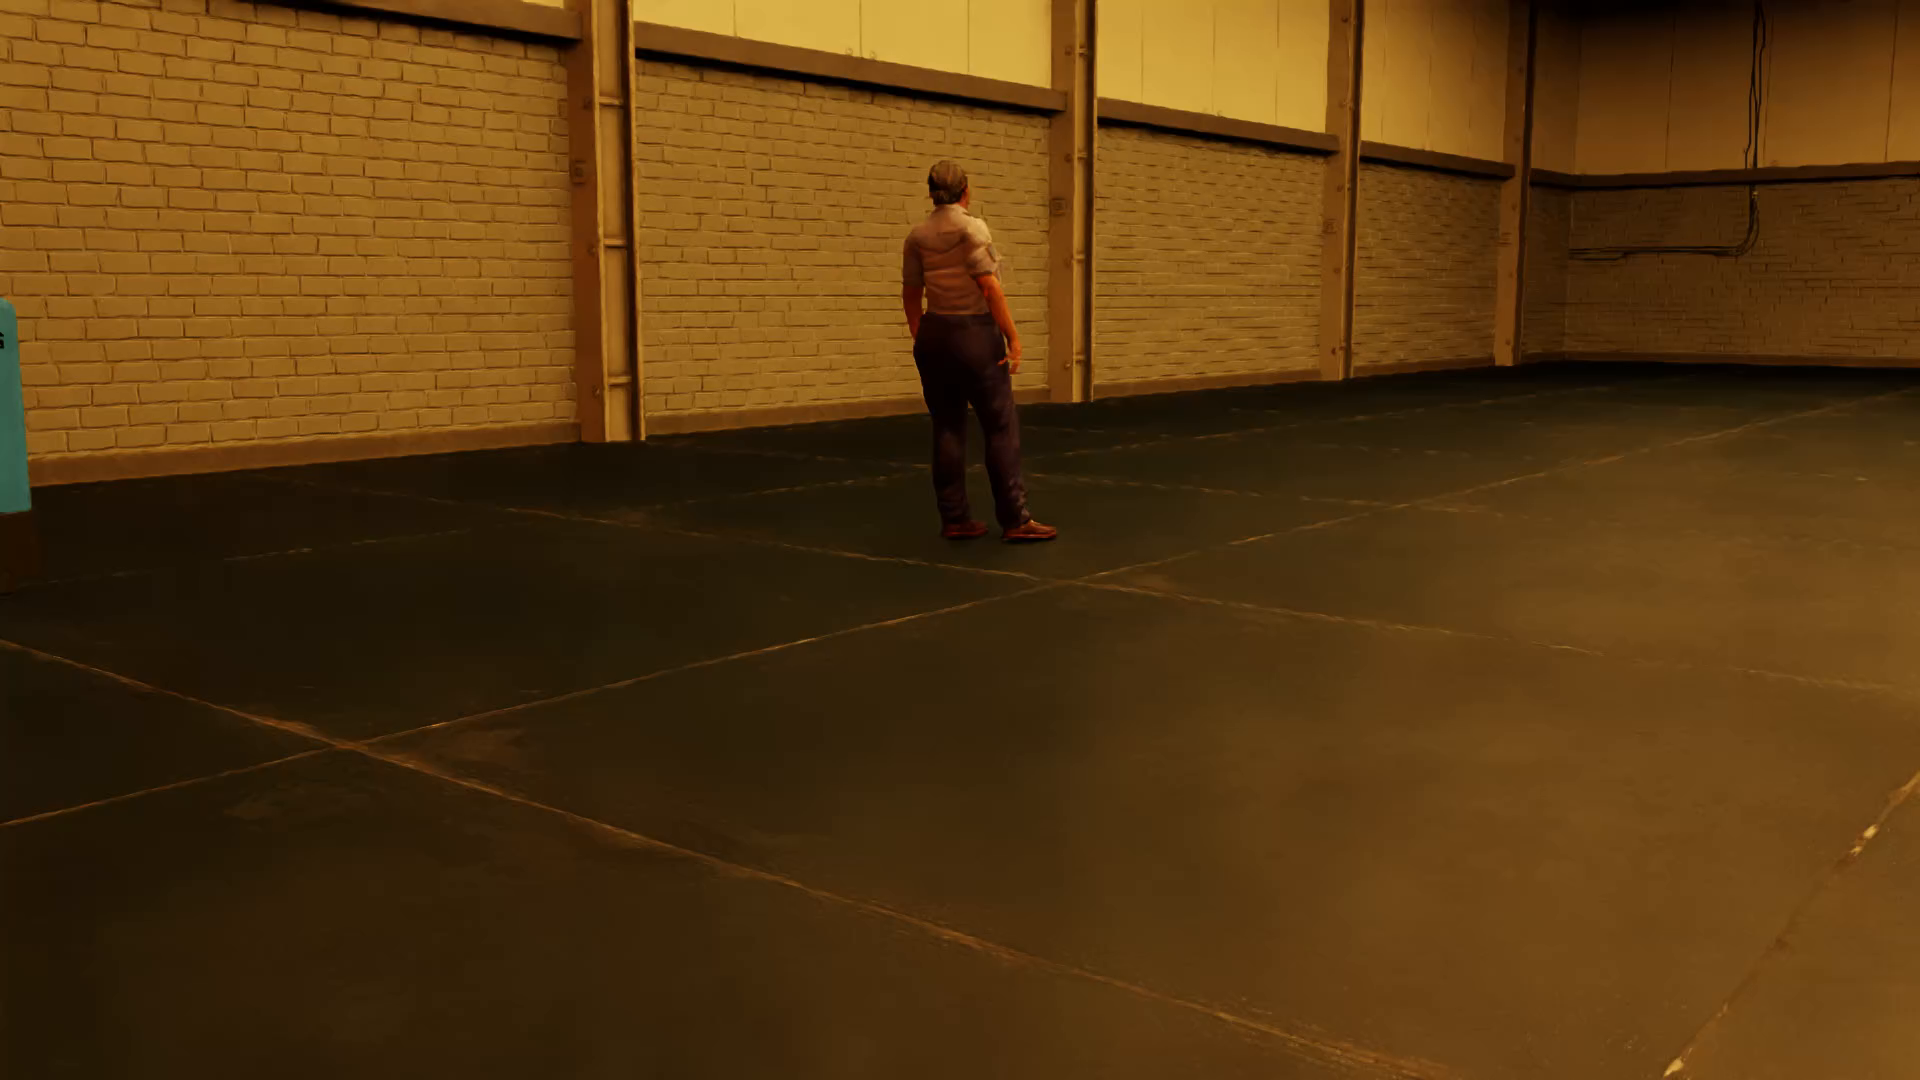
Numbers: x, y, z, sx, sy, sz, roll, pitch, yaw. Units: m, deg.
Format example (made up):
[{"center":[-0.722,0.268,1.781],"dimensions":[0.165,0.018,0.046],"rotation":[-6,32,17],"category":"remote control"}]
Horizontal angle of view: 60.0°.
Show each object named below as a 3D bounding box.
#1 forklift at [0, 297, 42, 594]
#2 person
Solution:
[{"center":[-4.305,-1.078,4.649],"dimensions":[1.130,2.935,3.031],"rotation":[3,9,19],"category":"forklift"},{"center":[0.074,-0.825,7.340],"dimensions":[0.599,1.640,0.502],"rotation":[7,11,38],"category":"person"}]
